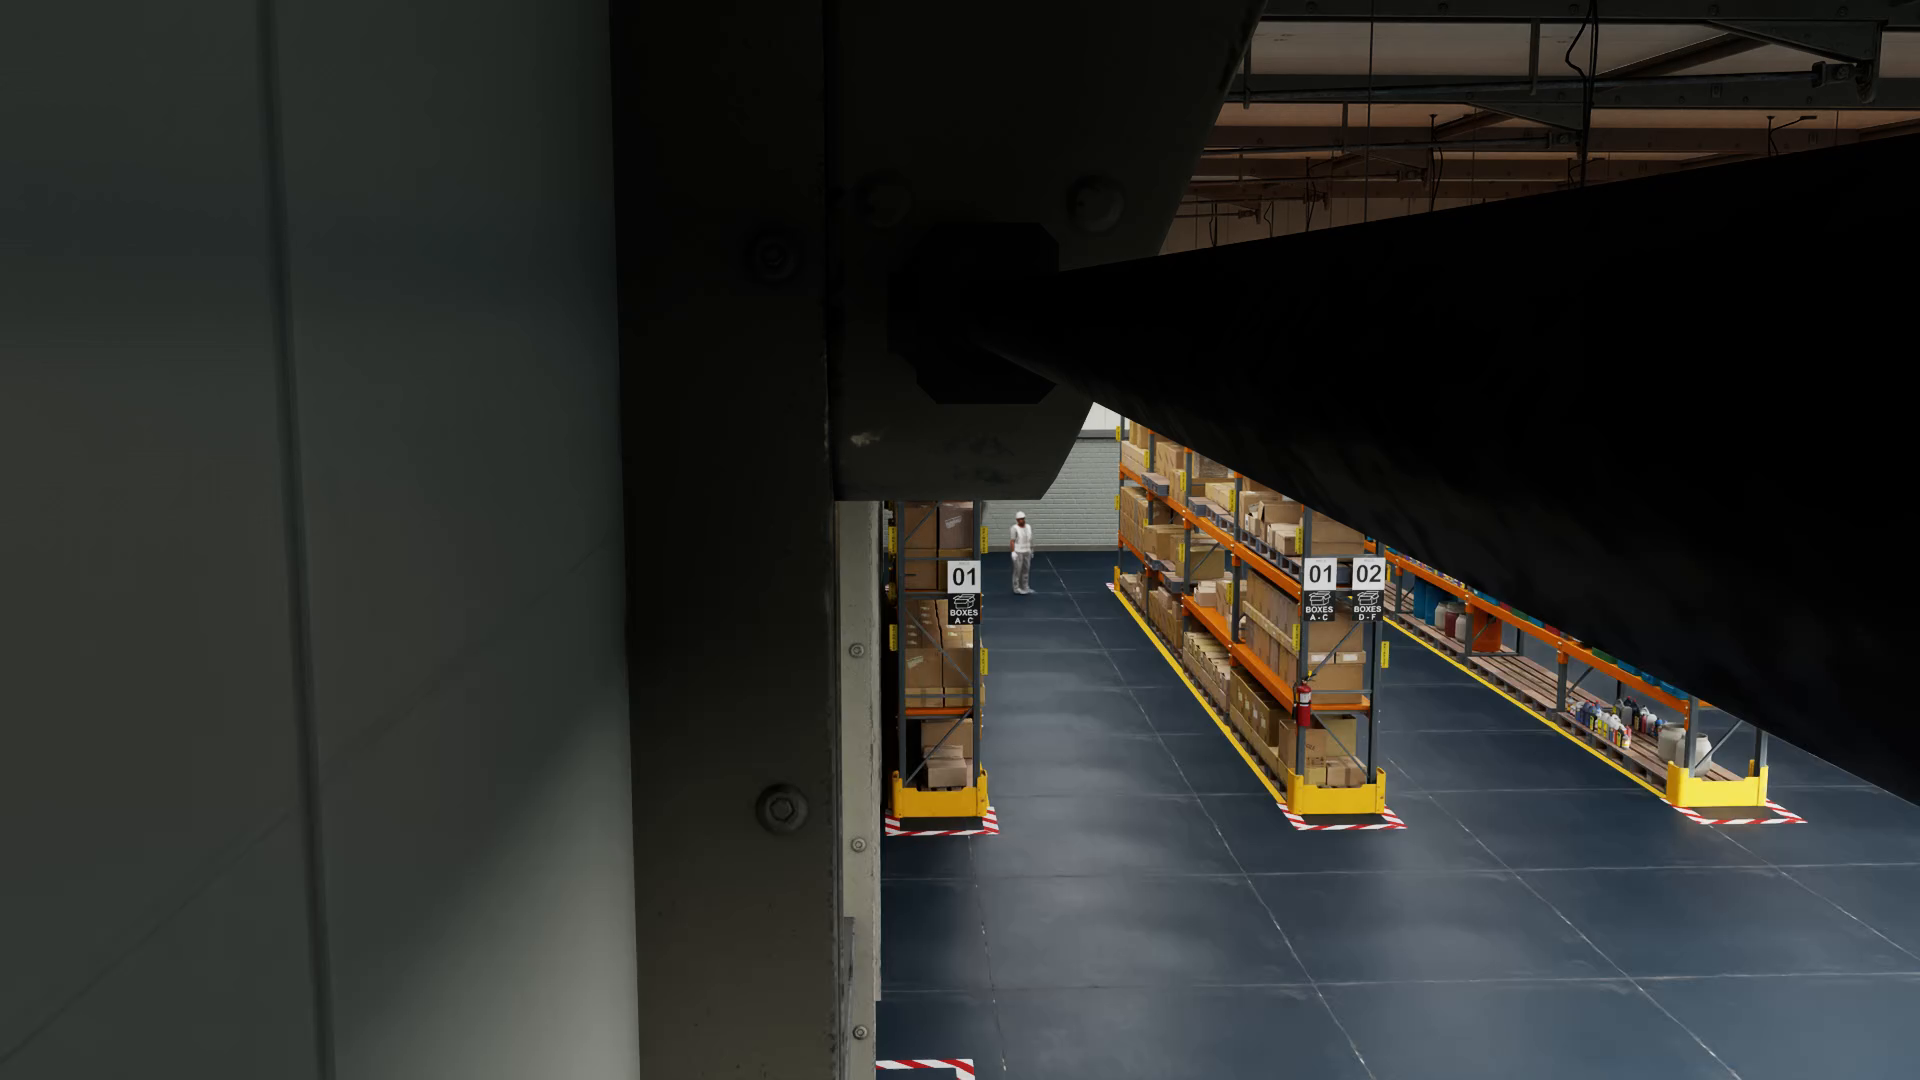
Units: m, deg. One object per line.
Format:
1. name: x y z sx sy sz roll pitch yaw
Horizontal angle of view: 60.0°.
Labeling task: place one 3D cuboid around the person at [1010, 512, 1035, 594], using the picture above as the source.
1. person: 1.344 0.274 35.966 0.382 1.793 0.620 8 12 44
